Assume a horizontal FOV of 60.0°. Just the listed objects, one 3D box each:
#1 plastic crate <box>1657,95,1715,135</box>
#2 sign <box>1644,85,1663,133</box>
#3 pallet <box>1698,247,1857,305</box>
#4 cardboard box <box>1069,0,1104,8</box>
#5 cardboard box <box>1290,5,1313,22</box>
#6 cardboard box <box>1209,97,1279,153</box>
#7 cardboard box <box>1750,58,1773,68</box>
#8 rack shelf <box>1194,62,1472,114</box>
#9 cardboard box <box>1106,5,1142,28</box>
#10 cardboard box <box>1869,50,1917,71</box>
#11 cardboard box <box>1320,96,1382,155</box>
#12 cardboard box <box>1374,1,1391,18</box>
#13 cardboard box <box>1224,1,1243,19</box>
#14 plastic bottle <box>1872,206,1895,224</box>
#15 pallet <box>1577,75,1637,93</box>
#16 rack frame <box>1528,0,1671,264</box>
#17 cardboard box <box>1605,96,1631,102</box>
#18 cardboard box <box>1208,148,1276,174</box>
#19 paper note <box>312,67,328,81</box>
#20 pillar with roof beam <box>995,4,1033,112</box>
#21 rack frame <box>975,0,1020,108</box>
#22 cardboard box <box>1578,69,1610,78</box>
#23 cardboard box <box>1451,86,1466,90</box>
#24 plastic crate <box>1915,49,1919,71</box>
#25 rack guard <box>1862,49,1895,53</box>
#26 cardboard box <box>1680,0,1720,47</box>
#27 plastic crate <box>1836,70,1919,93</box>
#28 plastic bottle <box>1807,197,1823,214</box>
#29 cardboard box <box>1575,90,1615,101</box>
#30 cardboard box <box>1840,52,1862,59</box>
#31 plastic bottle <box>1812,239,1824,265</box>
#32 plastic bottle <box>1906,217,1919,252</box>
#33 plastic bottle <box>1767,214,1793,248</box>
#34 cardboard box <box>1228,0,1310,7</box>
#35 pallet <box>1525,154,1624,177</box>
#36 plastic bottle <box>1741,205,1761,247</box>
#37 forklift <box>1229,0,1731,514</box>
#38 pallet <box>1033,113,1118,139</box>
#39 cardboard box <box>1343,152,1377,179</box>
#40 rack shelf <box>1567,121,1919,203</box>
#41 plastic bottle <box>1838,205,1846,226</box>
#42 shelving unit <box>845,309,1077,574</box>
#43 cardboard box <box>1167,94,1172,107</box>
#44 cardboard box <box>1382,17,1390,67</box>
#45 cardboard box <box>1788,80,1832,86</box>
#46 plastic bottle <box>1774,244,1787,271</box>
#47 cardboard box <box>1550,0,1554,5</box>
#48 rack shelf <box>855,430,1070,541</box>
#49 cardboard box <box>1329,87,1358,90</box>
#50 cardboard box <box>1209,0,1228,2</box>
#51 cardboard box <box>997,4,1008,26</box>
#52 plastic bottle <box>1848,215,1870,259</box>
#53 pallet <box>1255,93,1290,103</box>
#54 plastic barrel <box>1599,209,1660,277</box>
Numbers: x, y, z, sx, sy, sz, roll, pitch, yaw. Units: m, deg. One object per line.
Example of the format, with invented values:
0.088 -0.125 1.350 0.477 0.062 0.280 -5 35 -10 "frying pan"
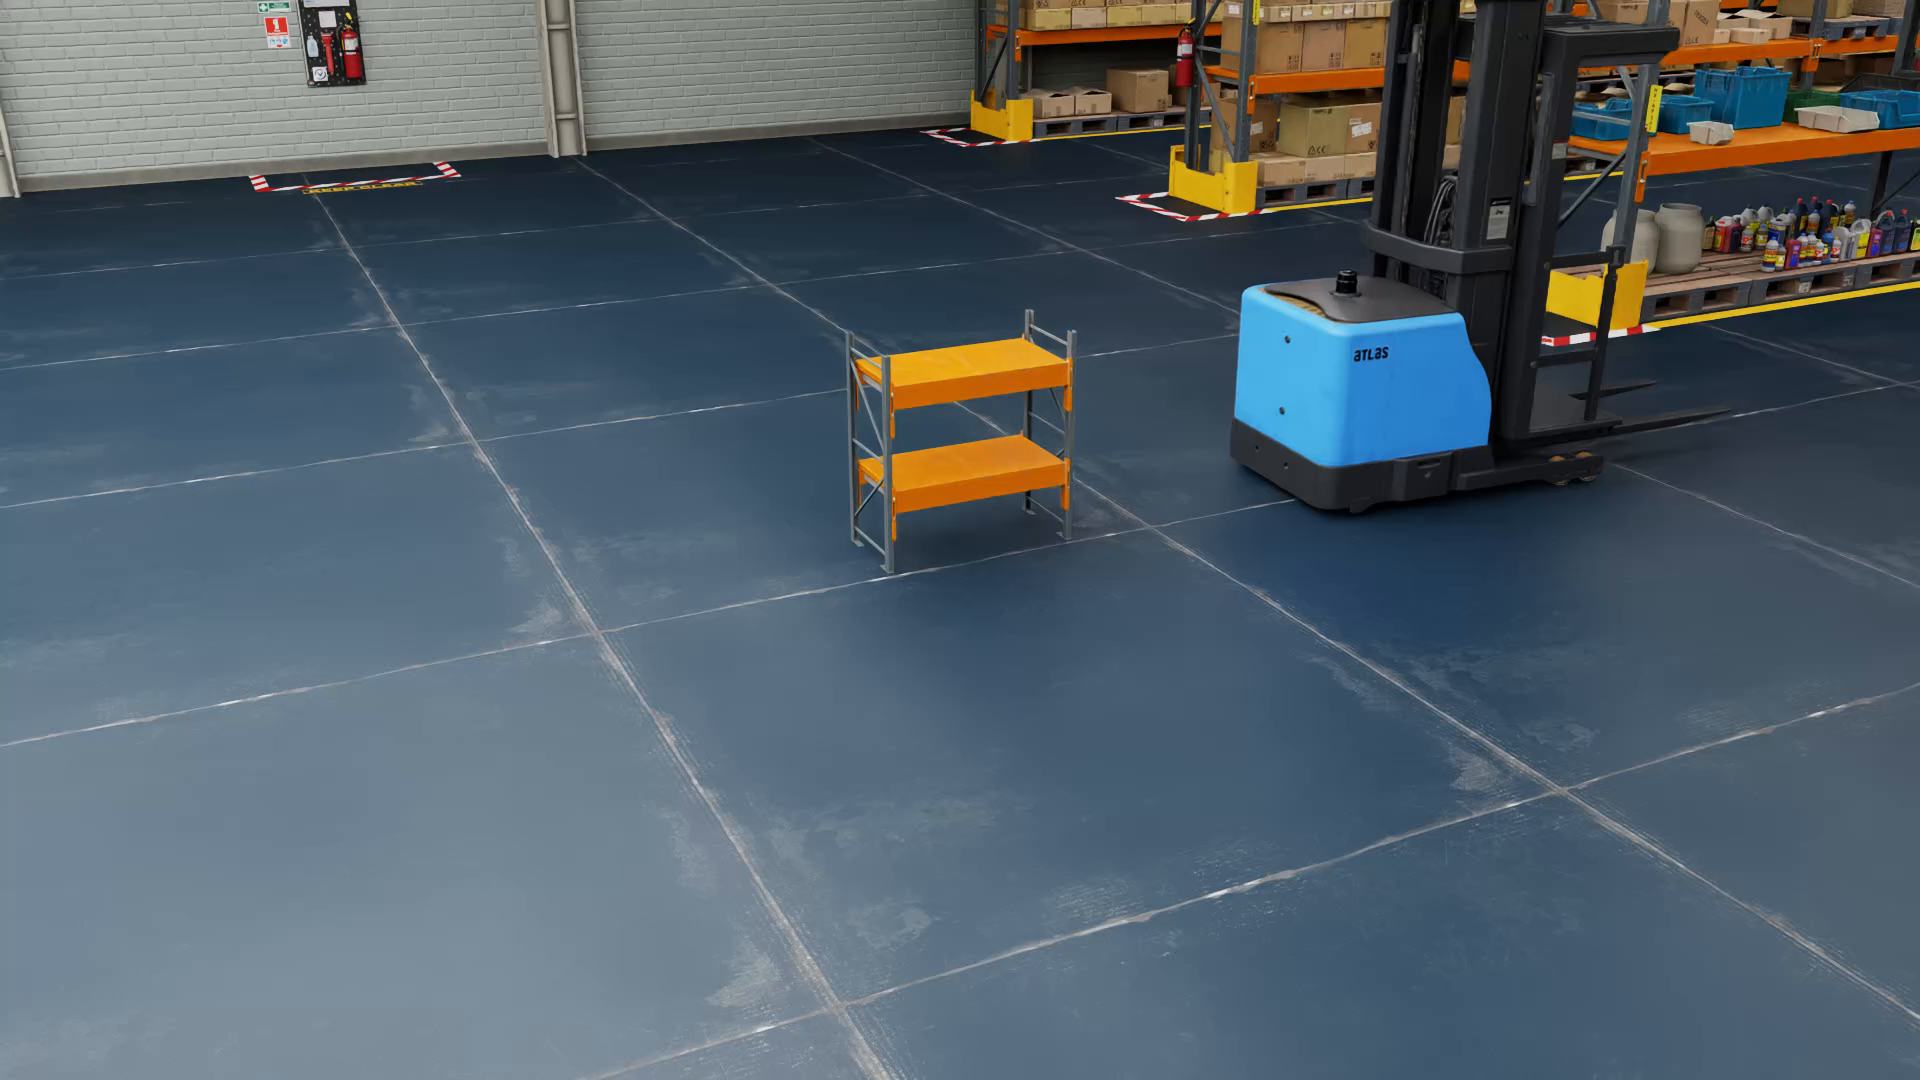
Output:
5.664 -3.389 13.210 0.408 0.251 0.499 -10 25 -24 "plastic crate"
4.990 -3.104 11.964 0.005 0.325 0.100 -10 25 -24 "sign"
6.635 -2.240 13.886 1.213 0.211 1.003 -10 25 -24 "pallet"
1.469 -6.921 20.737 0.500 0.500 0.500 -10 25 -23 "cardboard box"
3.294 -5.255 16.545 0.250 0.149 0.380 -11 25 -25 "cardboard box"
2.964 -4.335 17.367 0.500 0.500 0.500 -10 25 -24 "cardboard box"
12.444 -7.781 26.344 0.500 0.500 0.700 -11 25 -24 "cardboard box"
4.412 -4.873 17.541 4.000 0.370 1.077 -10 25 -24 "rack shelf"
1.959 -6.665 21.100 0.500 0.250 0.500 -11 25 -24 "cardboard box"
11.980 -6.097 21.269 0.500 0.250 0.500 -10 25 -24 "cardboard box"
4.085 -4.327 17.347 0.500 0.500 0.500 -10 25 -24 "cardboard box"
4.217 -5.425 16.954 0.250 0.149 0.380 -11 25 -24 "cardboard box"
2.872 -5.349 16.770 0.250 0.149 0.380 -11 25 -25 "cardboard box"
7.842 -2.652 14.124 0.185 0.351 0.144 -10 25 -24 "plastic bottle"
9.508 -6.924 25.202 1.213 0.211 1.003 -10 25 -24 "pallet"
4.755 -3.166 12.476 0.127 3.000 1.000 -10 25 -24 "rack frame"
7.614 -4.870 18.906 0.500 0.311 0.500 -11 25 -25 "cardboard box"
2.965 -3.988 17.508 0.500 0.250 0.500 -10 25 -24 "cardboard box"
-7.125 -5.190 18.517 0.142 0.148 0.016 -10 25 -24 "paper note"
2.581 -8.283 16.994 0.400 9.000 9.100 -10 25 -24 "pillar with roof beam"
0.458 -6.580 20.725 0.127 3.000 1.000 -10 25 -24 "rack frame"
9.179 -7.328 24.792 0.750 0.750 0.750 -11 25 -24 "cardboard box"
5.214 -4.753 18.375 0.500 0.500 0.500 -10 25 -24 "cardboard box"
8.663 -4.045 14.516 0.583 0.464 0.402 -10 25 -24 "plastic crate"
14.897 -8.083 27.624 0.348 0.500 1.175 -10 25 -24 "rack guard"
8.314 -5.963 19.103 0.500 0.500 0.500 -12 25 -26 "cardboard box"
7.833 -3.758 13.987 0.504 0.338 0.767 -10 25 -24 "plastic crate"
7.452 -2.818 14.524 0.185 0.351 0.144 -10 24 -22 "plastic bottle"
7.372 -5.056 19.356 0.500 0.311 0.500 -11 25 -24 "cardboard box"
14.288 -8.123 27.170 0.500 0.500 0.700 -10 25 -24 "cardboard box"
7.012 -2.360 13.612 0.097 0.201 0.097 0 22 0 "plastic bottle"
8.069 -2.584 14.047 0.133 0.283 0.061 -9 24 -21 "plastic bottle"
6.986 -2.635 14.179 0.135 0.276 0.152 -10 25 -24 "plastic bottle"
3.084 -5.601 16.532 0.500 0.500 0.700 -10 25 -23 "cardboard box"
6.861 -4.384 19.066 1.213 0.211 1.003 -10 25 -24 "pallet"
6.731 -2.685 14.203 0.185 0.351 0.144 -9 24 -21 "plastic bottle"
3.150 -1.841 9.365 3.031 2.935 1.130 -9 24 -20 "forklift"
1.274 -5.427 21.584 1.213 0.211 1.003 -10 25 -24 "pallet"
4.090 -3.977 17.481 0.500 0.250 0.500 -10 25 -24 "cardboard box"
6.557 -3.165 13.416 4.000 0.370 1.077 -10 25 -24 "rack shelf"
7.649 -2.776 14.511 0.133 0.283 0.061 -10 25 -24 "plastic bottle"
0.006 -0.521 8.538 1.048 1.125 0.538 -10 25 -24 "shelving unit"
2.613 -5.871 22.164 0.250 0.149 0.380 -13 26 -28 "cardboard box"
4.430 -5.251 17.382 0.500 0.500 0.700 -10 24 -22 "cardboard box"
10.560 -5.485 20.772 0.500 0.500 0.500 -9 24 -22 "cardboard box"
6.617 -2.287 13.436 0.097 0.201 0.097 0 22 0 "plastic bottle"
8.571 -7.829 24.043 0.250 0.149 0.380 -10 24 -22 "cardboard box"
0.006 -0.295 8.631 1.000 0.278 0.538 -10 25 -24 "rack shelf"
5.163 -6.523 23.279 0.500 0.500 0.700 -11 25 -25 "cardboard box"
3.324 -7.260 21.557 0.500 0.500 0.500 -11 25 -24 "cardboard box"
0.796 -6.664 21.098 0.500 0.250 0.500 -10 25 -23 "cardboard box"
7.440 -2.517 13.798 0.185 0.351 0.144 -11 25 -24 "plastic bottle"
4.764 -6.085 23.174 1.213 0.211 1.003 -10 25 -24 "pallet"
5.315 -2.346 13.199 0.421 0.512 0.421 0 22 0 "plastic barrel"
